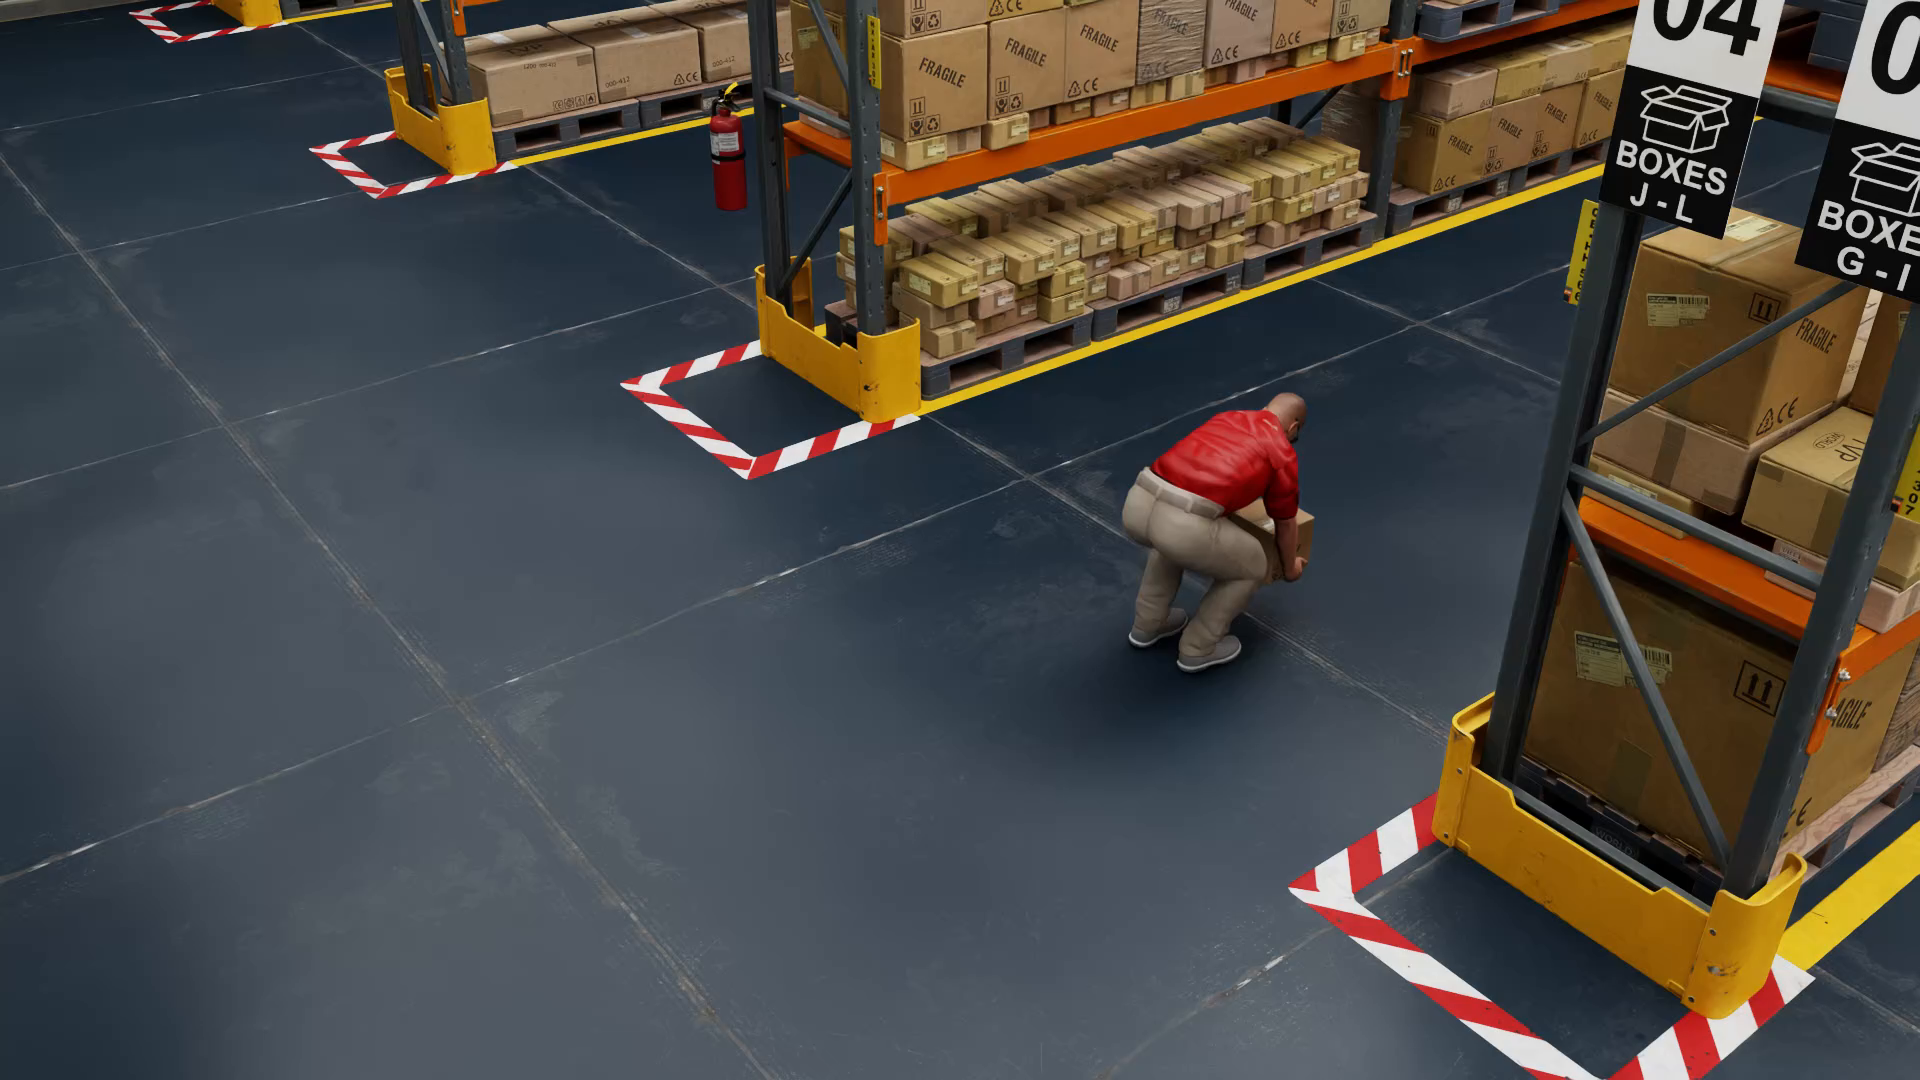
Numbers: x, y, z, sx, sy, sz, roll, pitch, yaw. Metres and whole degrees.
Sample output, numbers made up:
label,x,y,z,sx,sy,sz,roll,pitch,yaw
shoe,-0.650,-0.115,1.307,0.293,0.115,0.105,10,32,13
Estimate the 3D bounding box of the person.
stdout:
label,x,y,z,sx,sy,sz,roll,pitch,yaw
person,1.065,-0.028,6.869,0.943,1.020,0.531,-24,39,-33
